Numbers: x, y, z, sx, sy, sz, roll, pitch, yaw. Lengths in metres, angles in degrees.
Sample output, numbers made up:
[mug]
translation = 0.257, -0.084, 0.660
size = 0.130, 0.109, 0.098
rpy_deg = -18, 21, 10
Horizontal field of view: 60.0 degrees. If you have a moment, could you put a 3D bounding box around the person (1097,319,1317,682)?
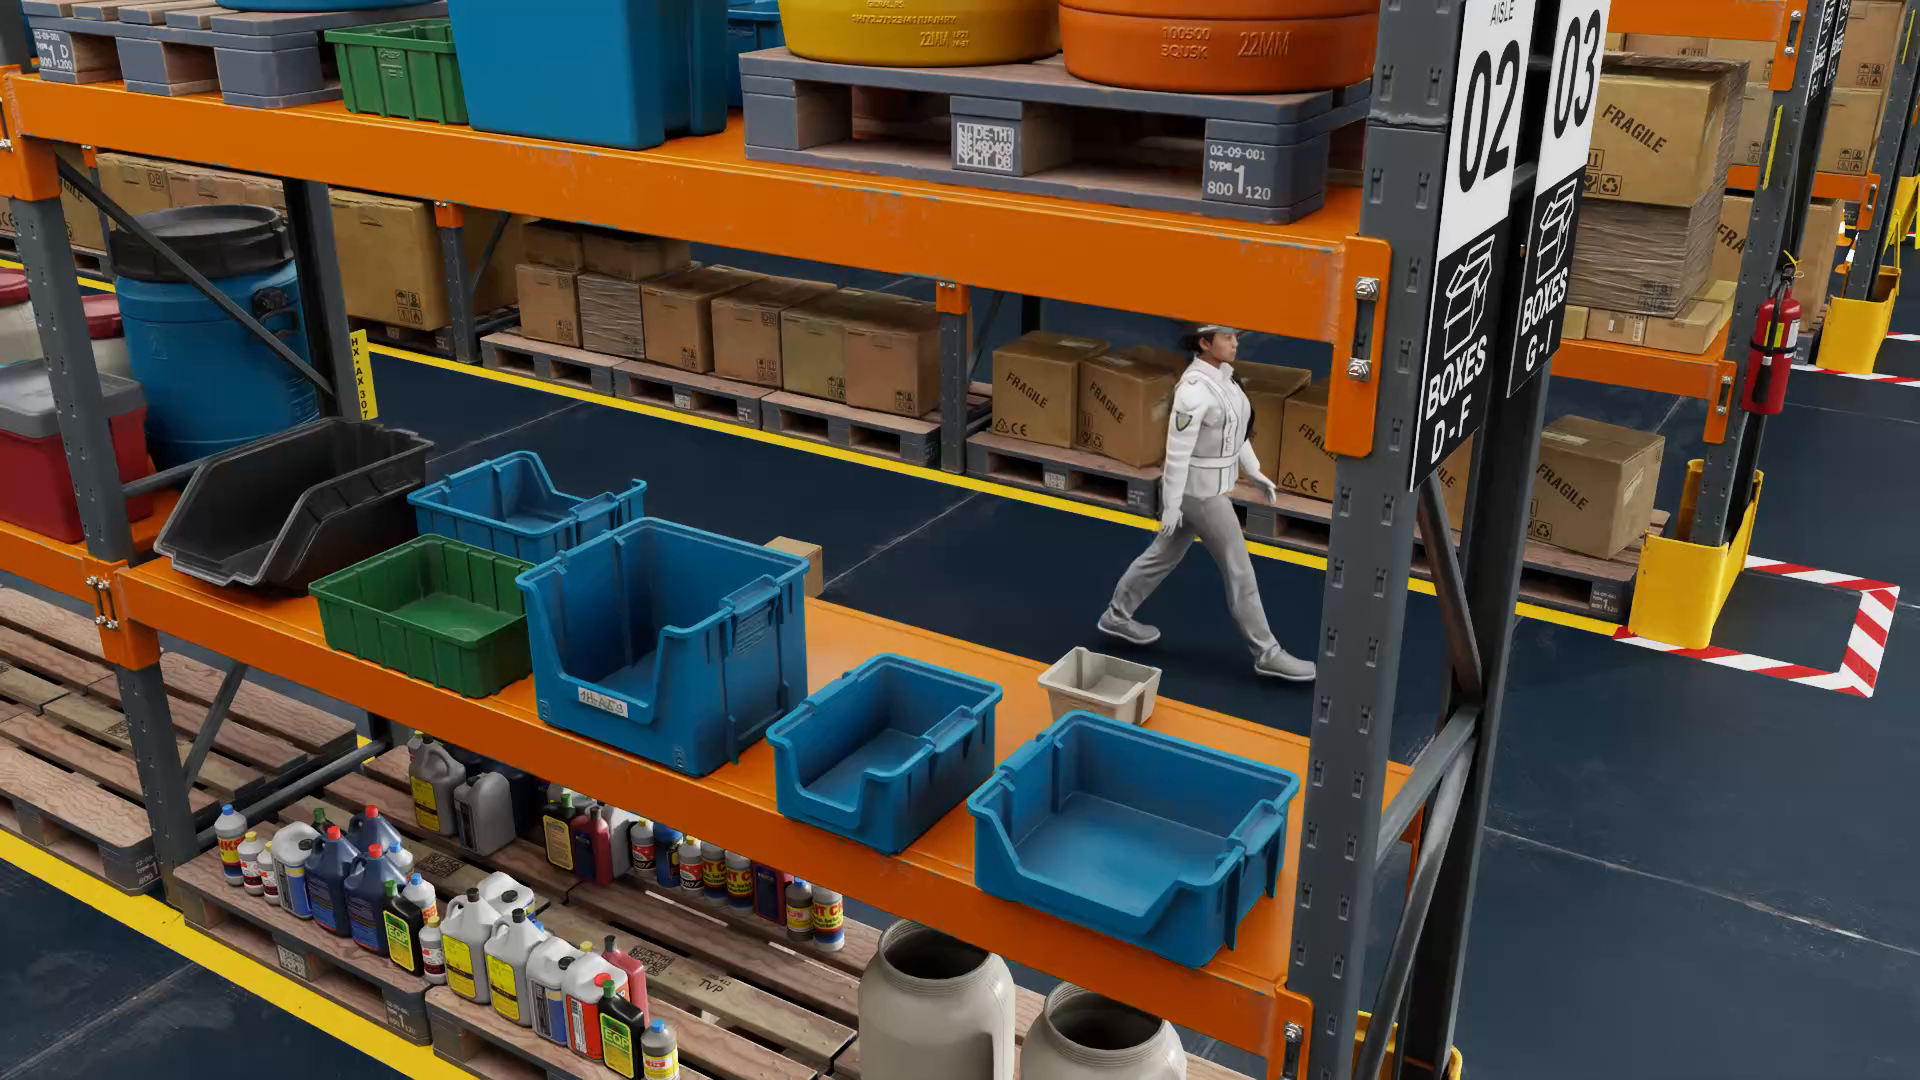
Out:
[person]
translation = 1.105, -0.238, 7.076
size = 1.009, 1.620, 0.496
rpy_deg = 7, 24, 16
